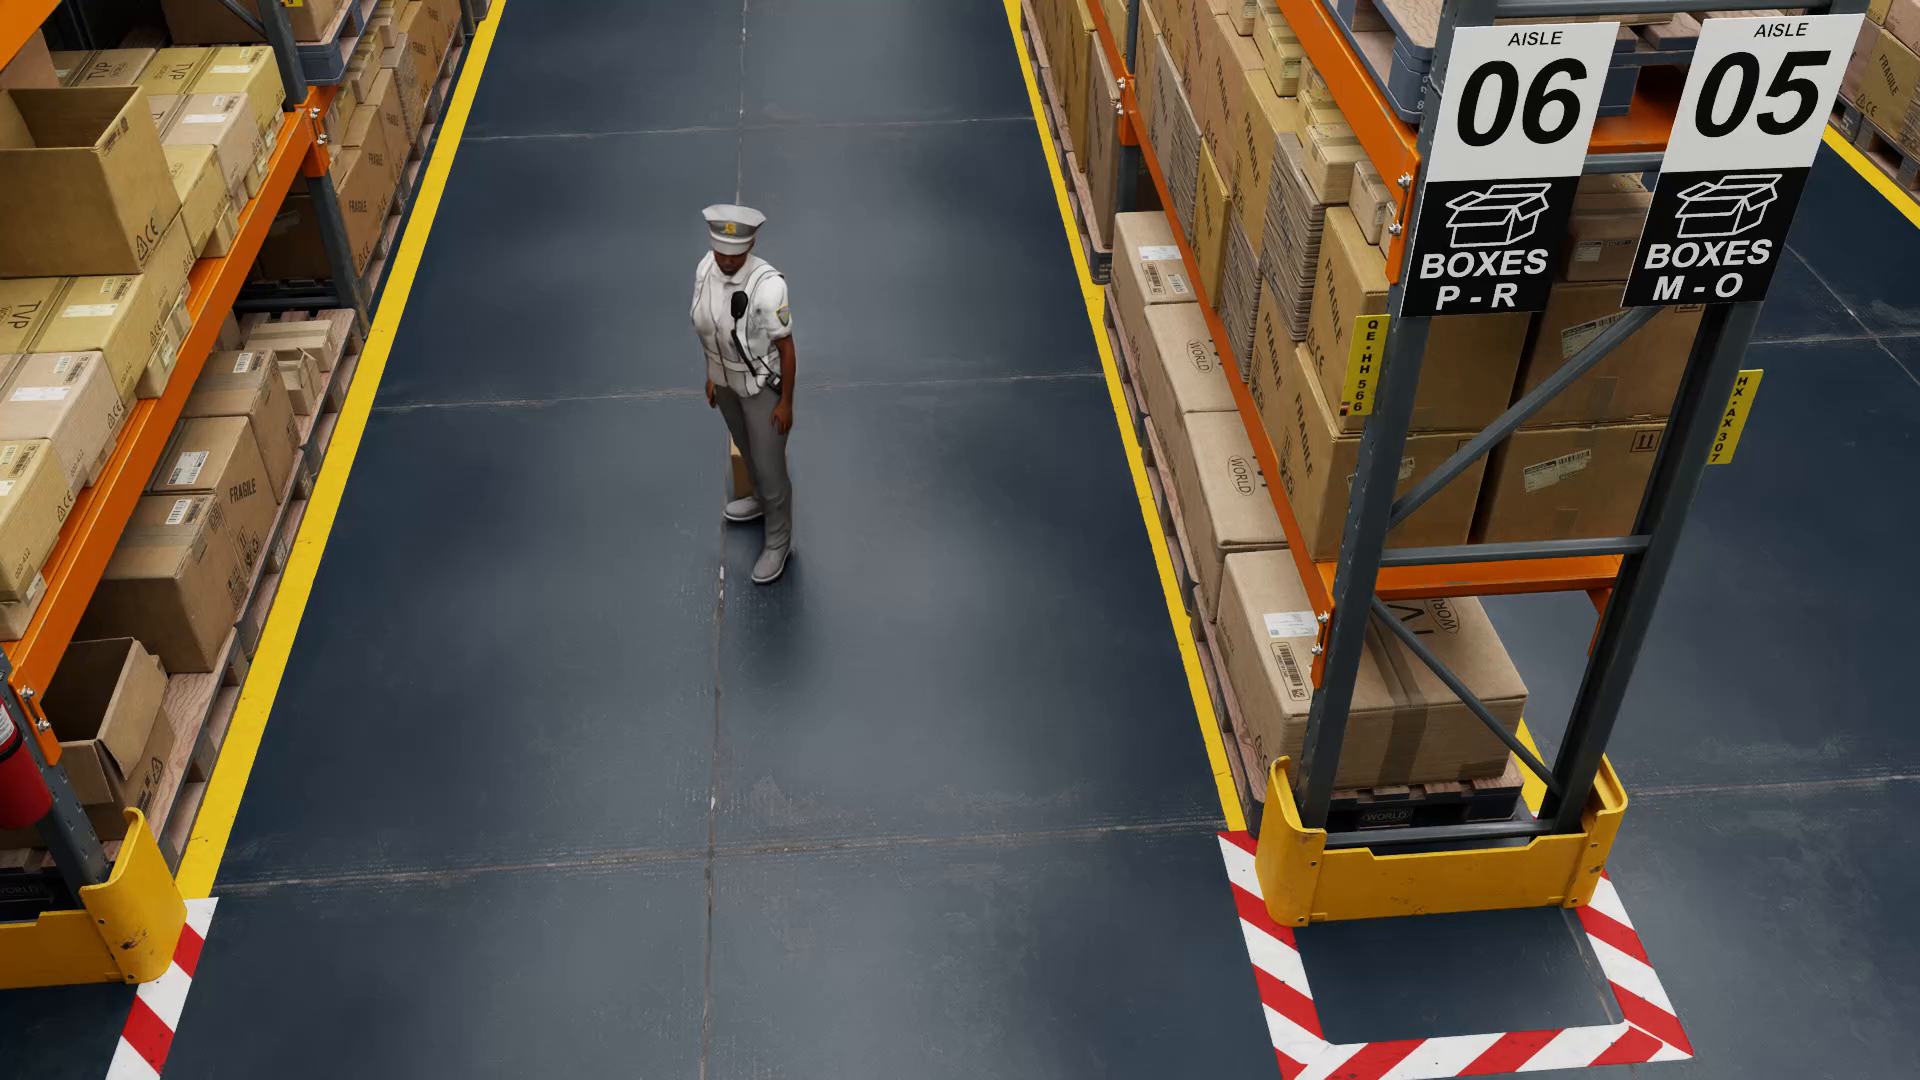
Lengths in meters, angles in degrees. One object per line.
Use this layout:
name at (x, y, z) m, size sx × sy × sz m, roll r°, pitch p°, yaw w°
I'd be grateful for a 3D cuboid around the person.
person at (-0.890, -0.651, 6.918) m, size 0.502 × 1.671 × 0.483 m, roll 28°, pitch 47°, yaw 29°
